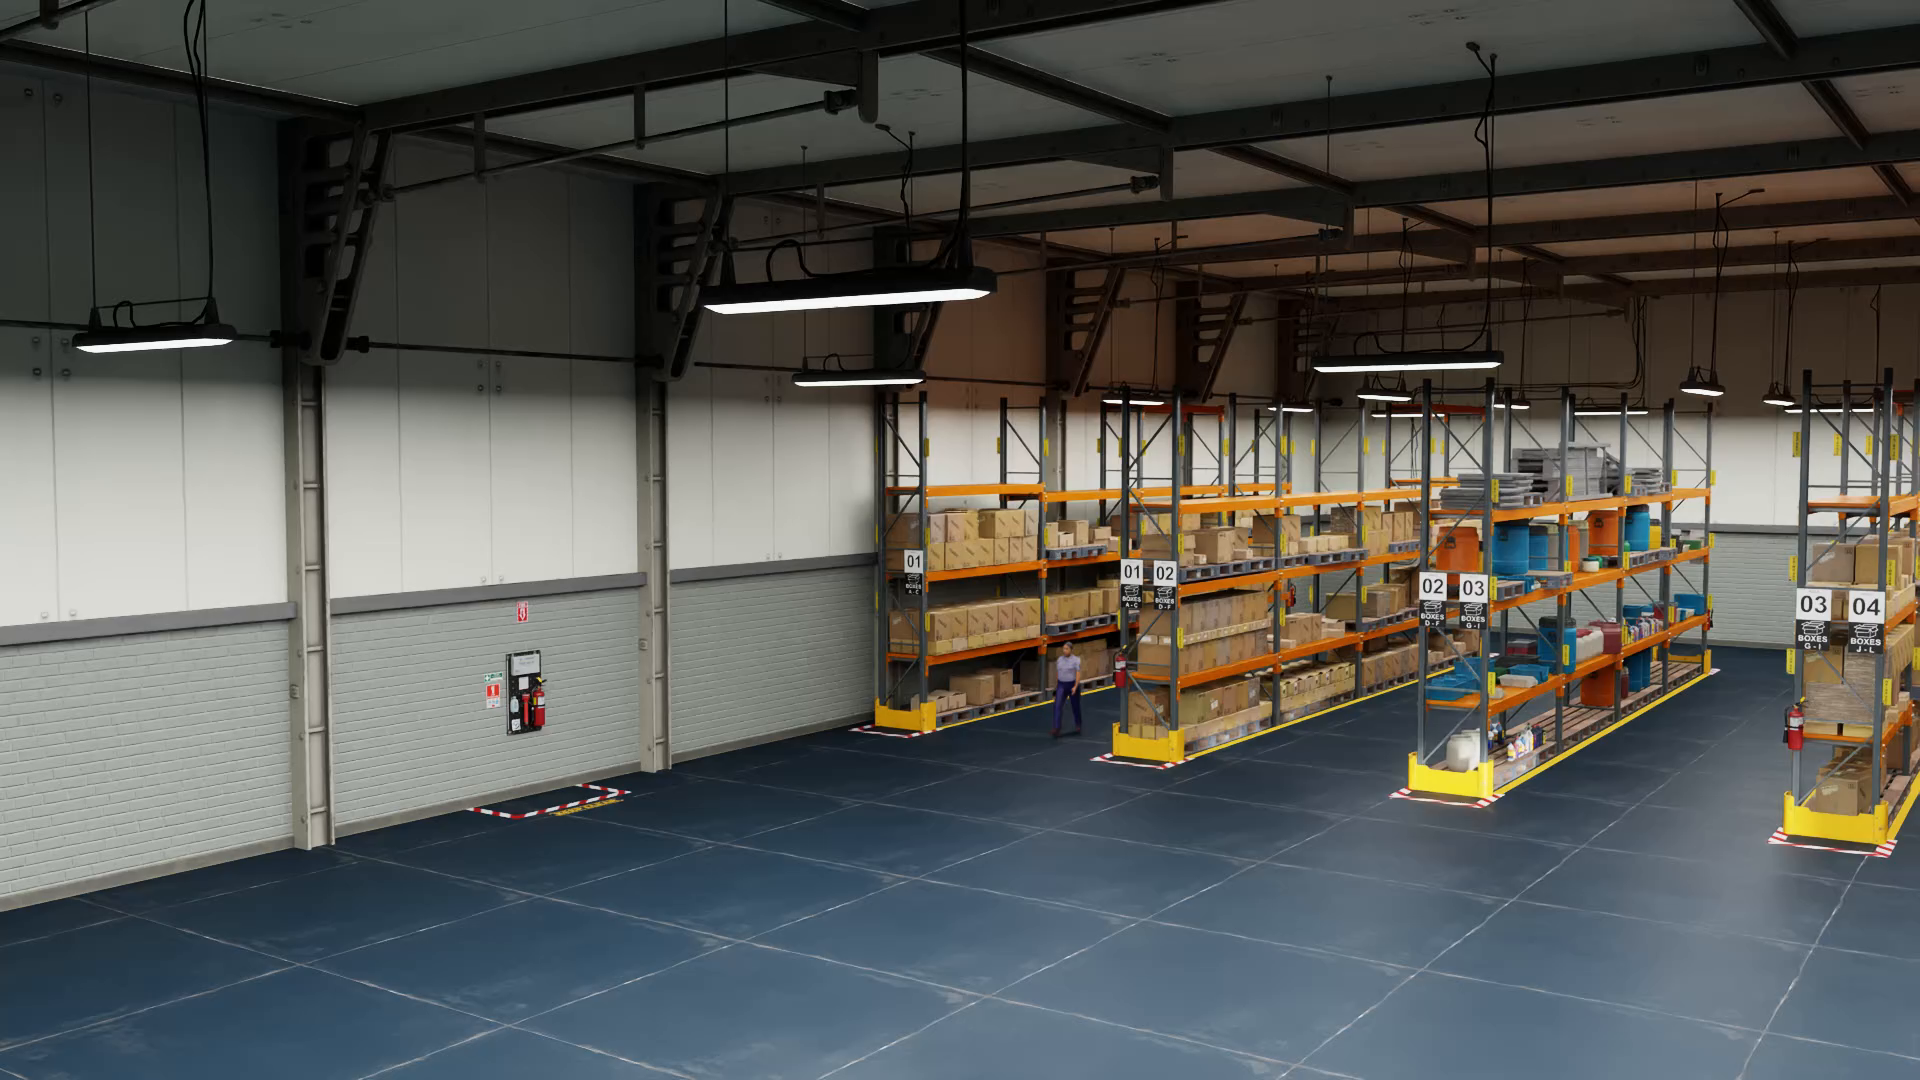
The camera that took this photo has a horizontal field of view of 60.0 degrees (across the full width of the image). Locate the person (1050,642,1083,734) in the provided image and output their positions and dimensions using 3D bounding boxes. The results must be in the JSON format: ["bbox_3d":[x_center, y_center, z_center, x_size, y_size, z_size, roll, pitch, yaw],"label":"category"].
[{"bbox_3d":[1.874,2.574,28.988,0.498,1.592,0.994,1,3,23],"label":"person"}]
